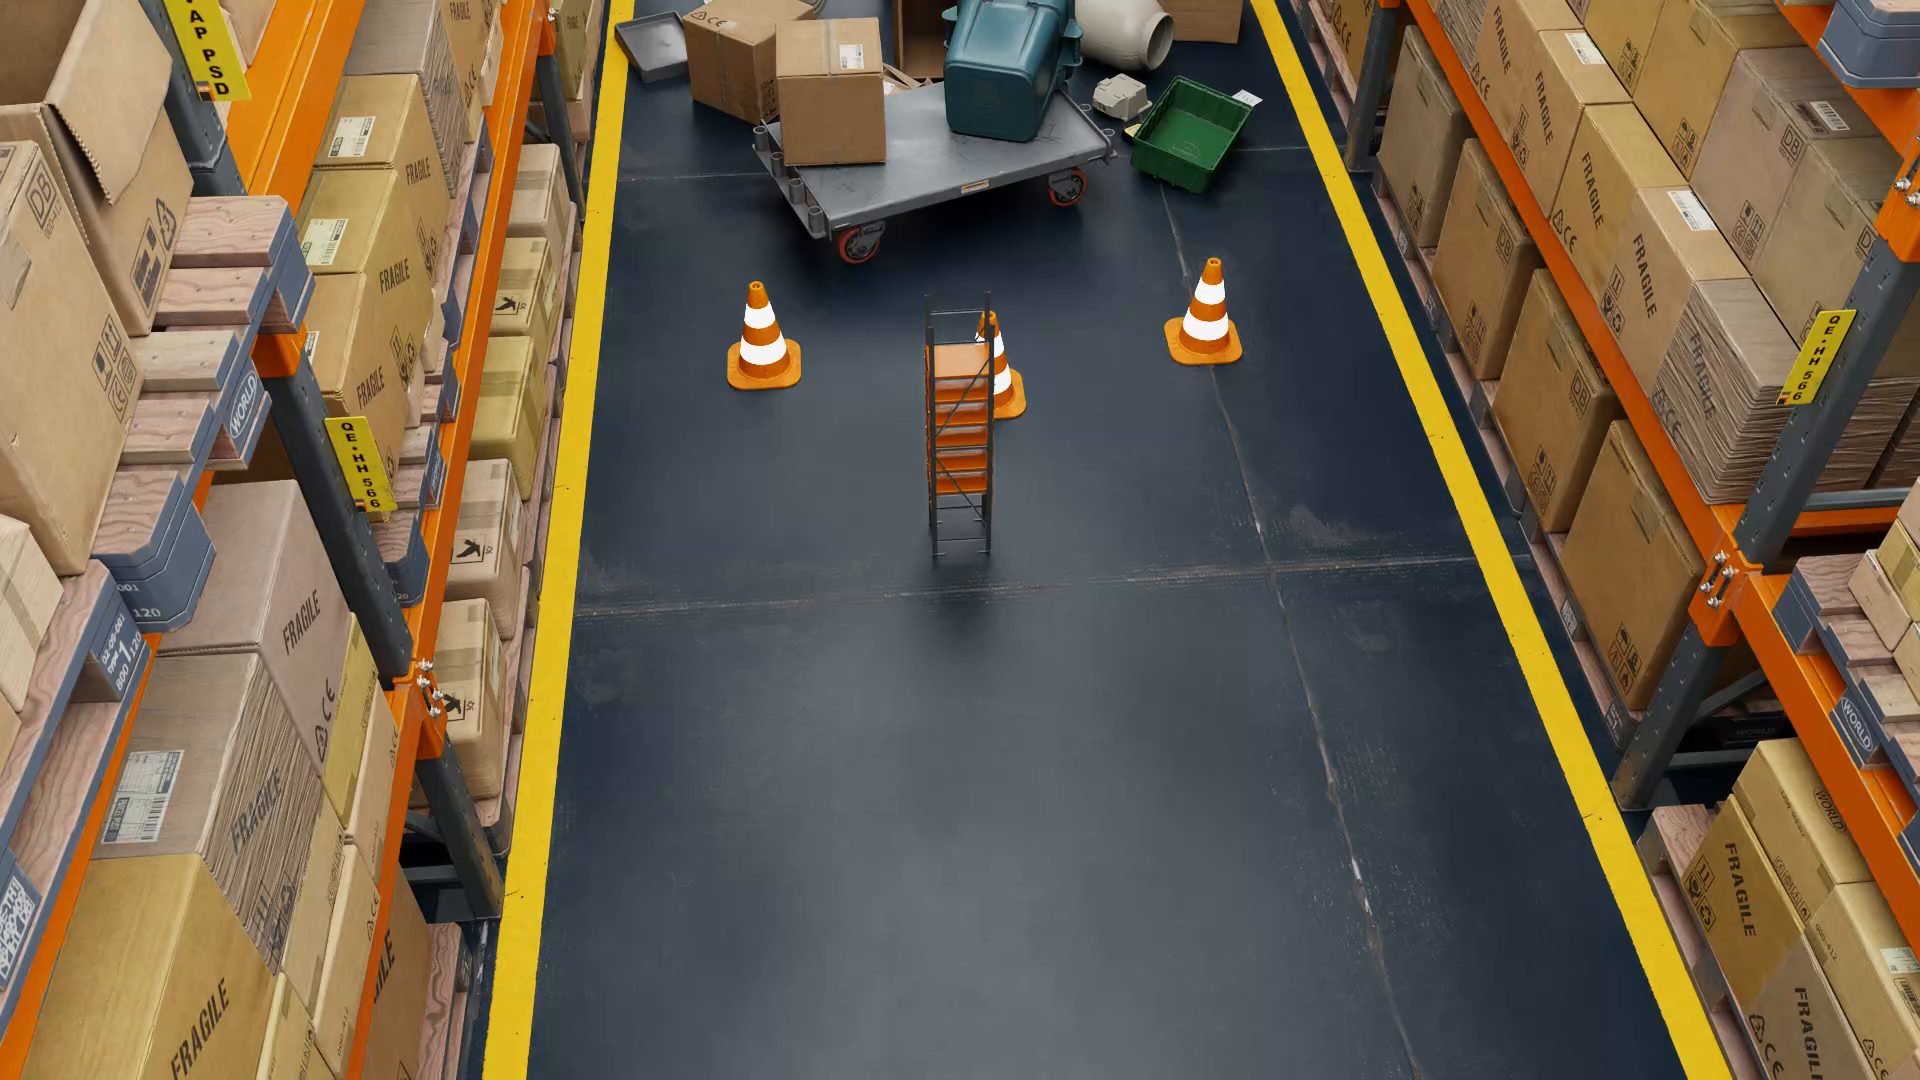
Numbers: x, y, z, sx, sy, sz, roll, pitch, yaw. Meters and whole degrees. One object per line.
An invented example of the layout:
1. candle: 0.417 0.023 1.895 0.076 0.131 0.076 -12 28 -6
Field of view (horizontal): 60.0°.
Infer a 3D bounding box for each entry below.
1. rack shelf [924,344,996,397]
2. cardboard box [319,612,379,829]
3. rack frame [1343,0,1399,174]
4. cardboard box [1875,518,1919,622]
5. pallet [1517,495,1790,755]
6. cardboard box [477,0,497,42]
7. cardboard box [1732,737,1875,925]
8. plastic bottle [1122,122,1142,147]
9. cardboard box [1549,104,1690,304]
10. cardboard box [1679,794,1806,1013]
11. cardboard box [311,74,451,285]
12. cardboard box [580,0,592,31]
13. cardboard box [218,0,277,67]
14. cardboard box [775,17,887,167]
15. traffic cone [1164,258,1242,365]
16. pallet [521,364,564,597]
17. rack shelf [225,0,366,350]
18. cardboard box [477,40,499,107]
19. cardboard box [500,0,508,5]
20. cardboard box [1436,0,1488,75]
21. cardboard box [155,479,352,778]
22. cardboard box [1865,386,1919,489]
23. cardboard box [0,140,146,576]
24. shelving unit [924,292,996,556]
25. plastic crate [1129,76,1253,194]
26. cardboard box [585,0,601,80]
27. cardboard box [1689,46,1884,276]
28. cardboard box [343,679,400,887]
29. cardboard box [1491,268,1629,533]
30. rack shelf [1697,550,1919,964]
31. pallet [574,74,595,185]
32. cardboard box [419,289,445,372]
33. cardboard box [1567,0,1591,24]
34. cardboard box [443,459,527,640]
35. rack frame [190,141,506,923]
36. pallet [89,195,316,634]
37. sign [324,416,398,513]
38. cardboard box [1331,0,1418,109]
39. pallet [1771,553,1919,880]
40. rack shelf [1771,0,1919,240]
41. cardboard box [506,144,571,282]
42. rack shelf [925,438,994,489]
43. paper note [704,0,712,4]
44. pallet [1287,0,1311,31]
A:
1. rack shelf: -0.001 -0.640 6.232 0.258 0.103 0.180 -3 47 -3
2. cardboard box: -1.770 0.461 4.143 0.500 0.250 0.500 -4 47 -3
3. rack frame: 2.526 -3.021 7.682 1.000 3.000 0.127 -3 47 -3
4. cardboard box: 2.701 0.074 4.429 0.380 0.149 0.250 -2 47 -2
5. pallet: 2.870 0.257 6.498 1.003 0.211 1.213 -3 47 -3
6. cardboard box: -2.088 -2.250 6.388 0.500 0.500 0.500 -3 47 -3
7. cardboard box: 2.677 0.844 4.938 0.500 0.250 0.500 -5 47 -5
8. plastic bottle: 0.999 -2.119 8.851 0.133 0.061 0.283 -27 52 -23
9. cardboard box: 2.473 -1.194 5.882 0.500 0.500 0.500 -4 47 -4
10. cardboard box: 2.666 1.115 5.197 0.500 0.500 0.500 -5 47 -5
11. cardboard box: -1.972 -1.134 5.332 0.500 0.500 0.500 -3 47 -3
12. cardboard box: -2.235 -2.934 8.687 0.500 0.500 0.500 -2 47 -2
13. cardboard box: -2.133 -1.506 4.112 0.700 0.500 0.500 -3 47 -3
14. cardboard box: -0.627 -2.178 8.083 0.500 0.500 0.500 -3 47 -3
15. traffic cone: 1.133 -1.087 7.597 0.336 0.463 0.334 -3 47 -3
16. pallet: -2.227 -0.241 6.969 1.003 0.211 1.213 -3 47 -3
17. rack shelf: -2.231 -1.984 5.130 1.077 0.370 4.000 -3 47 -3
18. cardboard box: -1.994 -1.790 6.399 0.380 0.149 0.250 -3 47 -3
19. cardboard box: -2.080 -2.350 6.930 0.380 0.149 0.250 -3 47 -3
20. cardboard box: 2.345 -2.294 6.924 0.500 0.500 0.500 -3 47 -3
21. cardboard box: -1.760 0.227 3.848 0.500 0.500 0.500 -5 47 -4
22. cardboard box: 3.092 -0.503 5.228 0.500 0.500 0.500 -3 47 -3
23. cardboard box: -1.791 -0.259 2.642 0.700 0.500 0.500 -6 47 -5
24. shelving unit: -0.001 -0.423 6.461 0.258 1.200 0.189 -3 47 -3
25. plastic crate: 1.206 -2.120 8.726 0.450 0.188 0.662 25 51 9
26. cardboard box: -2.235 -2.675 8.959 0.500 0.250 0.500 -1 47 -1
27. cardboard box: 2.789 -1.197 5.196 0.700 0.500 0.500 -4 47 -4
28. cardboard box: -1.763 0.648 4.310 0.500 0.250 0.500 -5 47 -5
29. cardboard box: 2.823 -0.577 6.627 1.050 0.750 0.750 -3 47 -3
30. rack shelf: 3.028 1.567 3.832 1.077 0.370 4.000 -3 47 -3
31. pallet: -2.490 -2.172 8.798 1.003 0.211 1.213 -3 47 -3
32. cardboard box: -1.875 -0.665 5.335 0.380 0.149 0.250 -3 47 -3
33. cardboard box: 2.660 -2.303 6.244 0.700 0.500 0.500 -3 47 -3
34. cardboard box: -2.171 0.063 6.281 0.950 0.372 0.625 -4 47 -4
35. rack frame: -2.064 0.247 4.587 1.000 3.000 0.127 -3 47 -3
36. pallet: -1.957 -0.257 3.128 1.213 0.211 1.003 -2 47 -1
37. sign: -1.511 -0.188 4.201 0.100 0.325 0.005 -3 47 -3
38. cardboard box: 2.543 -2.894 8.736 0.875 0.875 0.875 -3 47 -3
39. pallet: 3.026 0.448 4.529 1.213 0.211 1.003 -3 47 -3
40. rack shelf: 2.693 -2.358 5.484 1.077 0.370 4.000 -3 47 -3
41. cardboard box: -2.352 -1.509 7.770 0.950 0.372 0.625 -3 47 -3
42. rack shelf: -0.001 -0.310 6.580 0.258 0.103 0.180 -3 47 -3
43. paper note: -1.443 -3.207 9.903 0.142 0.019 0.148 -19 49 -17
44. pallet: 2.435 -3.502 10.058 1.003 0.211 1.213 -3 47 -3
